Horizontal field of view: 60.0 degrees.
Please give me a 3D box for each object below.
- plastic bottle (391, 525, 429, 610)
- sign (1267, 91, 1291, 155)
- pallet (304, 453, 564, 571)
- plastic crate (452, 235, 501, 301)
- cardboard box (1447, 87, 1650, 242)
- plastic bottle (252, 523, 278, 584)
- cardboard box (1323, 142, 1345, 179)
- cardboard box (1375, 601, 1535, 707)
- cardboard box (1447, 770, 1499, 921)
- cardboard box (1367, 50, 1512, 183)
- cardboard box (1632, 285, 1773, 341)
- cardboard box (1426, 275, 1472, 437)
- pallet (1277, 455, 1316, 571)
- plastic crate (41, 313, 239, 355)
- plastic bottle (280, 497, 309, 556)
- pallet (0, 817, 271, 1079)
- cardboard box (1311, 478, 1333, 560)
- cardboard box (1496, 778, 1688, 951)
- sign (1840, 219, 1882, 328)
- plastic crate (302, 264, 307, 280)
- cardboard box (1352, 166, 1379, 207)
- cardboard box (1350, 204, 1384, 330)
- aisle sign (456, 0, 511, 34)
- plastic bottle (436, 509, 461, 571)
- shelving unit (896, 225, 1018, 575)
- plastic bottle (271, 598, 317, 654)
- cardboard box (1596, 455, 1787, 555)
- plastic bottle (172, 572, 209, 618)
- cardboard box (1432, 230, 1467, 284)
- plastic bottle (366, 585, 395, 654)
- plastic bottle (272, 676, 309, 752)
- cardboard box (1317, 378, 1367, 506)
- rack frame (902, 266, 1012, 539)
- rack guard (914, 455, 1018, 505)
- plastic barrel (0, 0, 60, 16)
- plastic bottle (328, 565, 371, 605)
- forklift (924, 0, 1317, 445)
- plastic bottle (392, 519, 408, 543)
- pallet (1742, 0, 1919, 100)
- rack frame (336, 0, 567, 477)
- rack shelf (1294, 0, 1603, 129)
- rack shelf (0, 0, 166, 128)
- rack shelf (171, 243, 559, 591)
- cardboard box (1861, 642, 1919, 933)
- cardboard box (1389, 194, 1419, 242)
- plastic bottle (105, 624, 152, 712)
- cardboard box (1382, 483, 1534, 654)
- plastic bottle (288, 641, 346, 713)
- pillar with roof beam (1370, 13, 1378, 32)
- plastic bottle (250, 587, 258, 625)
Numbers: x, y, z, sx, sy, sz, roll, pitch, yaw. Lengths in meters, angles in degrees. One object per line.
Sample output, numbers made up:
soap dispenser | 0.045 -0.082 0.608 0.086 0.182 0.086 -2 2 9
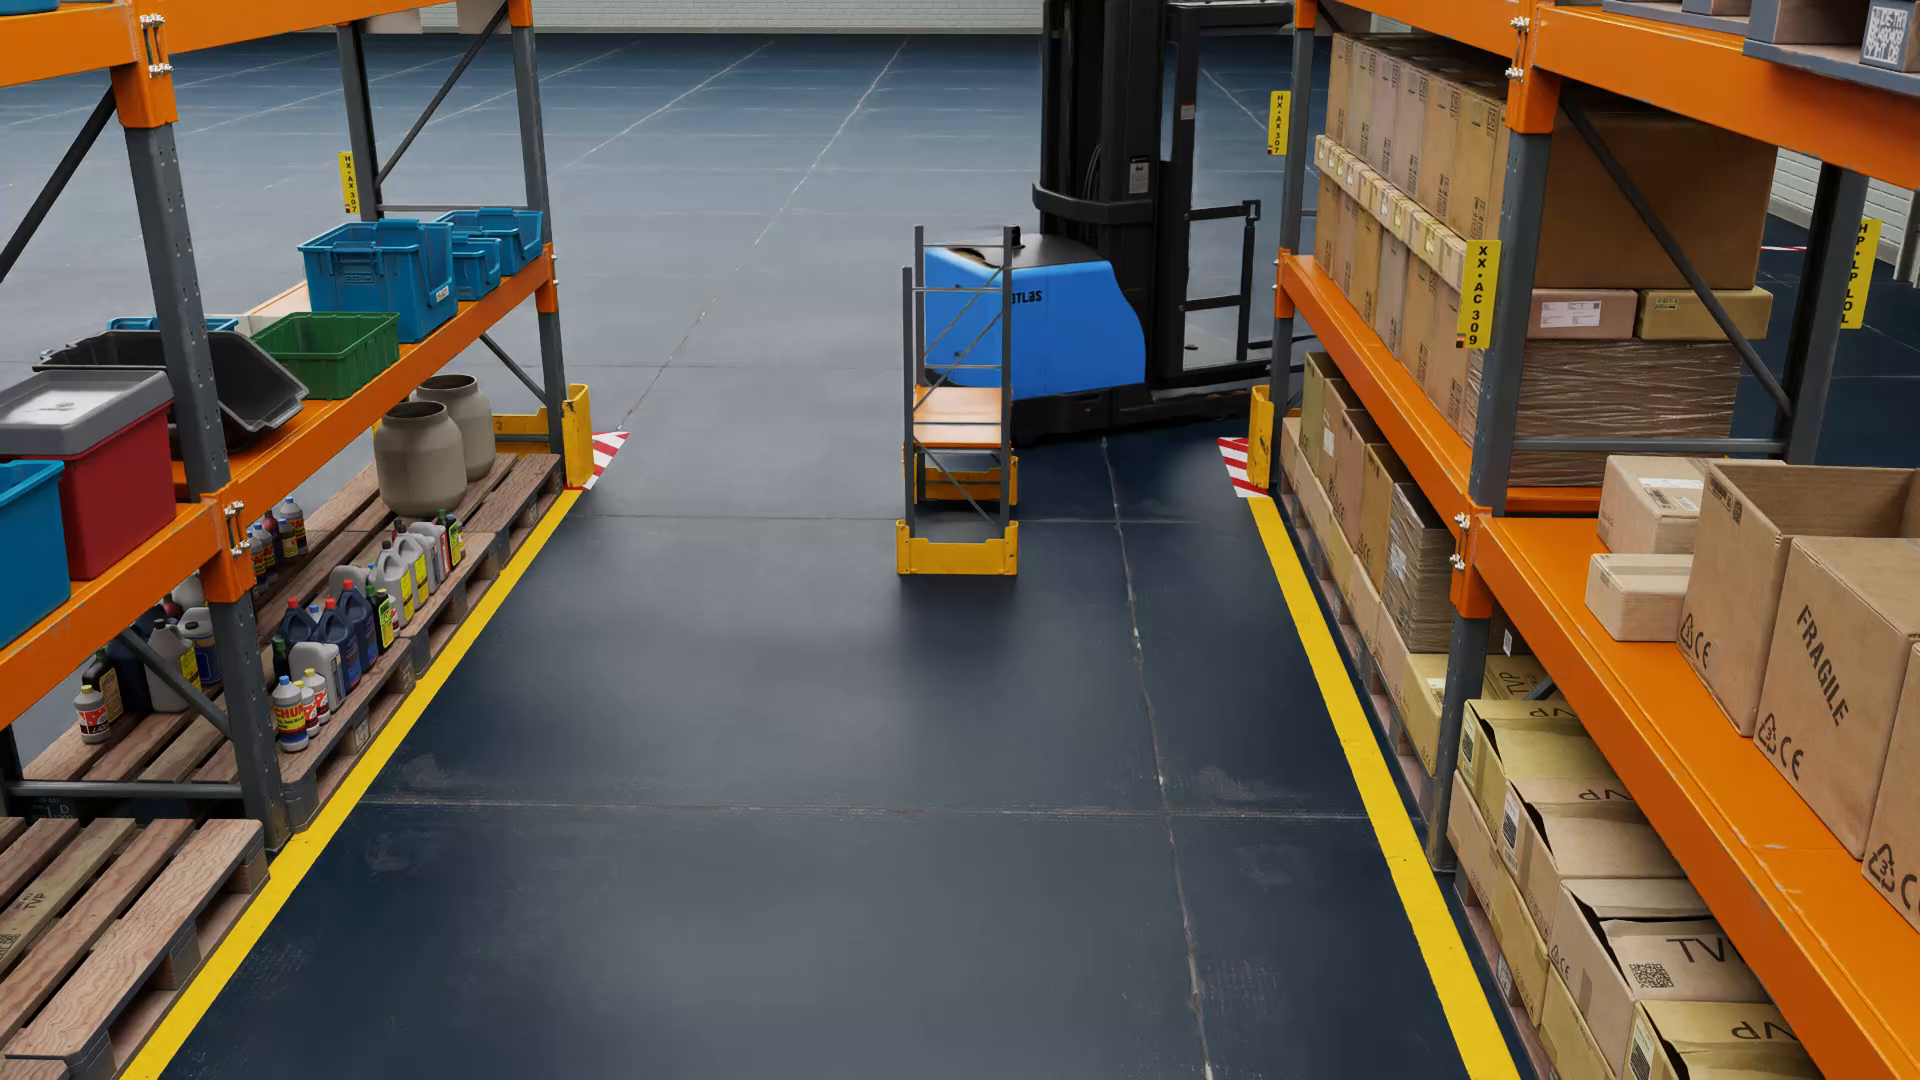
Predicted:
plastic bottle | -2.387 0.112 7.146 0.144 0.351 0.185 2 21 4
sign | 1.667 -2.180 8.695 0.100 0.325 0.005 1 21 2
pallet | -2.714 -0.166 8.664 1.003 0.211 1.213 1 21 2
plastic crate | -2.471 -1.299 7.935 0.499 0.251 0.408 1 21 2
cardboard box | 2.121 -1.280 5.749 0.700 0.500 0.500 1 21 1
plastic bottle | -3.106 0.056 7.402 0.097 0.271 0.097 0 21 0
cardboard box | 1.989 -1.845 8.103 0.380 0.149 0.250 0 21 0
cardboard box | 1.921 0.450 6.442 0.500 0.250 0.500 1 21 2
cardboard box | 1.840 0.944 5.170 0.500 0.250 0.500 0 21 0
cardboard box | 2.168 -1.823 7.148 0.700 0.500 0.500 1 21 2
cardboard box | 2.302 -0.729 5.227 0.380 0.149 0.250 1 21 2
cardboard box | 2.117 -0.683 6.004 0.700 0.500 0.500 0 21 1
pallet | 2.240 -0.154 8.635 1.003 0.211 1.213 1 21 2
plastic crate | -3.088 -0.675 6.327 0.499 0.251 0.616 1 21 2
plastic bottle | -3.096 -0.068 7.722 0.097 0.271 0.097 0 21 0
pallet | -2.836 1.243 5.033 1.003 0.211 1.213 1 21 2
cardboard box | 1.956 -0.092 7.841 0.500 0.250 0.500 1 21 2
cardboard box | 1.818 0.867 4.593 0.500 0.311 0.500 0 21 1
sign | 2.643 -0.786 4.916 0.100 0.325 0.005 1 21 2
plastic crate | -3.078 -1.344 8.211 0.298 0.136 0.250 1 21 2
cardboard box | 1.965 -1.568 7.387 0.380 0.149 0.250 0 21 0
cardboard box | 2.163 -1.240 7.440 0.700 0.500 0.500 1 21 2
aisle sign | -2.430 -3.022 8.577 0.394 0.787 0.004 1 21 2
plastic bottle | -2.332 -0.015 7.567 0.061 0.283 0.133 1 21 3
shelving unit | 0.002 -0.727 8.329 0.587 1.500 1.083 1 21 2
plastic bottle | -2.556 0.400 6.405 0.144 0.351 0.185 1 21 2
cardboard box | 2.129 -0.037 4.684 0.500 0.250 0.500 2 21 5
plastic bottle | -3.104 0.267 6.749 0.144 0.351 0.185 1 21 1
cardboard box | 1.916 -1.014 5.960 0.380 0.149 0.250 1 21 2
plastic bottle | -2.359 0.306 6.742 0.061 0.283 0.133 2 21 4
plastic bottle | -2.403 0.615 5.959 0.097 0.271 0.097 0 21 0
cardboard box | 1.968 -0.442 7.705 0.500 0.500 0.500 1 21 2
rack frame | -0.013 -0.546 7.863 0.500 1.500 0.032 1 21 2
rack guard | 0.017 -0.324 9.019 0.587 0.250 0.087 1 21 2
plastic barrel | -2.649 -1.787 4.148 0.600 0.901 0.708 1 21 2
plastic bottle | -2.542 0.222 6.967 0.152 0.276 0.135 1 21 2
forklift | 1.315 -2.278 10.349 3.031 2.935 1.130 -10 23 -24
plastic bottle | -2.488 0.033 7.445 0.061 0.283 0.133 1 21 2
pallet | 1.941 -0.800 2.558 1.003 0.211 1.213 2 21 4
rack frame | -2.729 -1.787 8.988 1.000 3.000 0.127 1 21 2
rack shelf | 2.161 -2.071 6.568 1.077 0.370 4.000 1 21 2
rack shelf | -2.912 -0.681 2.985 1.077 0.370 4.000 1 21 2
rack shelf | -2.790 -0.729 7.255 1.077 0.370 4.000 1 21 2
cardboard box | 2.013 0.508 2.936 0.500 0.500 0.500 0 21 -1
cardboard box | 1.940 -1.290 6.672 0.380 0.149 0.250 1 21 3
plastic bottle | -3.119 0.453 6.269 0.144 0.351 0.185 0 21 0
cardboard box | 1.923 0.101 6.307 0.500 0.500 0.500 1 21 2
plastic bottle | -2.420 0.496 6.261 0.152 0.276 0.135 1 21 4
pillar with roof beam | 4.626 -15.107 35.023 9.100 9.000 0.400 1 21 2
plastic bottle | -2.988 0.240 6.910 0.061 0.283 0.133 1 21 2
